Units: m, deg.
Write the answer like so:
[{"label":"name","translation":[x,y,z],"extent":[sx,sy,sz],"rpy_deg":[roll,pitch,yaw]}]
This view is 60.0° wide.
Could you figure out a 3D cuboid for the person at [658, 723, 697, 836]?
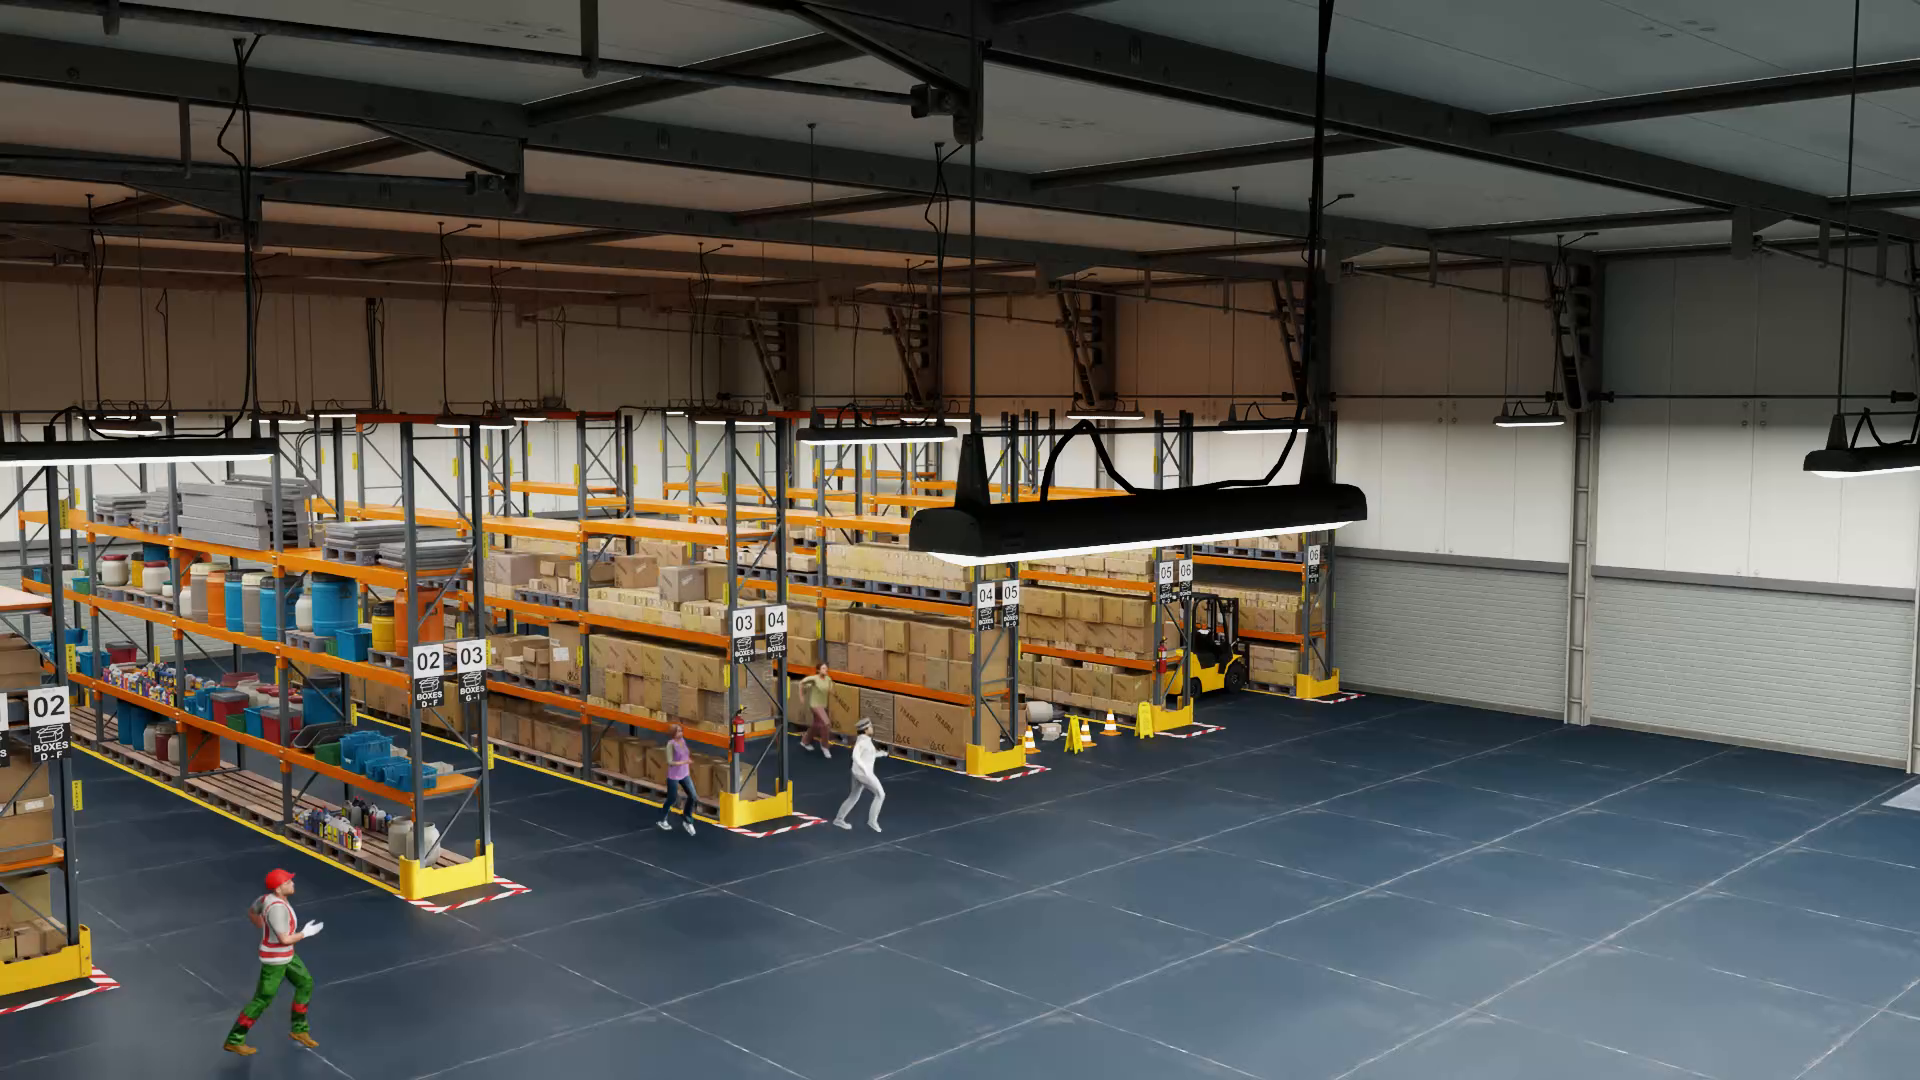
[{"label":"person","translation":[-4.069,3.446,23.970],"extent":[0.704,1.635,0.507],"rpy_deg":[4,6,36]}]

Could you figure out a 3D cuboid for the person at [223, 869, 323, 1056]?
[{"label":"person","translation":[-6.590,4.053,15.960],"extent":[0.920,1.831,0.671],"rpy_deg":[-2,5,-20]}]

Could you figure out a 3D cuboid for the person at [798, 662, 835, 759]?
[{"label":"person","translation":[-2.520,2.966,29.257],"extent":[0.817,1.693,0.599],"rpy_deg":[5,7,43]}]

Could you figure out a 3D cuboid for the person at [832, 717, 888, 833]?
[{"label":"person","translation":[-1.413,3.414,24.014],"extent":[0.807,1.725,0.631],"rpy_deg":[-2,5,-19]}]
